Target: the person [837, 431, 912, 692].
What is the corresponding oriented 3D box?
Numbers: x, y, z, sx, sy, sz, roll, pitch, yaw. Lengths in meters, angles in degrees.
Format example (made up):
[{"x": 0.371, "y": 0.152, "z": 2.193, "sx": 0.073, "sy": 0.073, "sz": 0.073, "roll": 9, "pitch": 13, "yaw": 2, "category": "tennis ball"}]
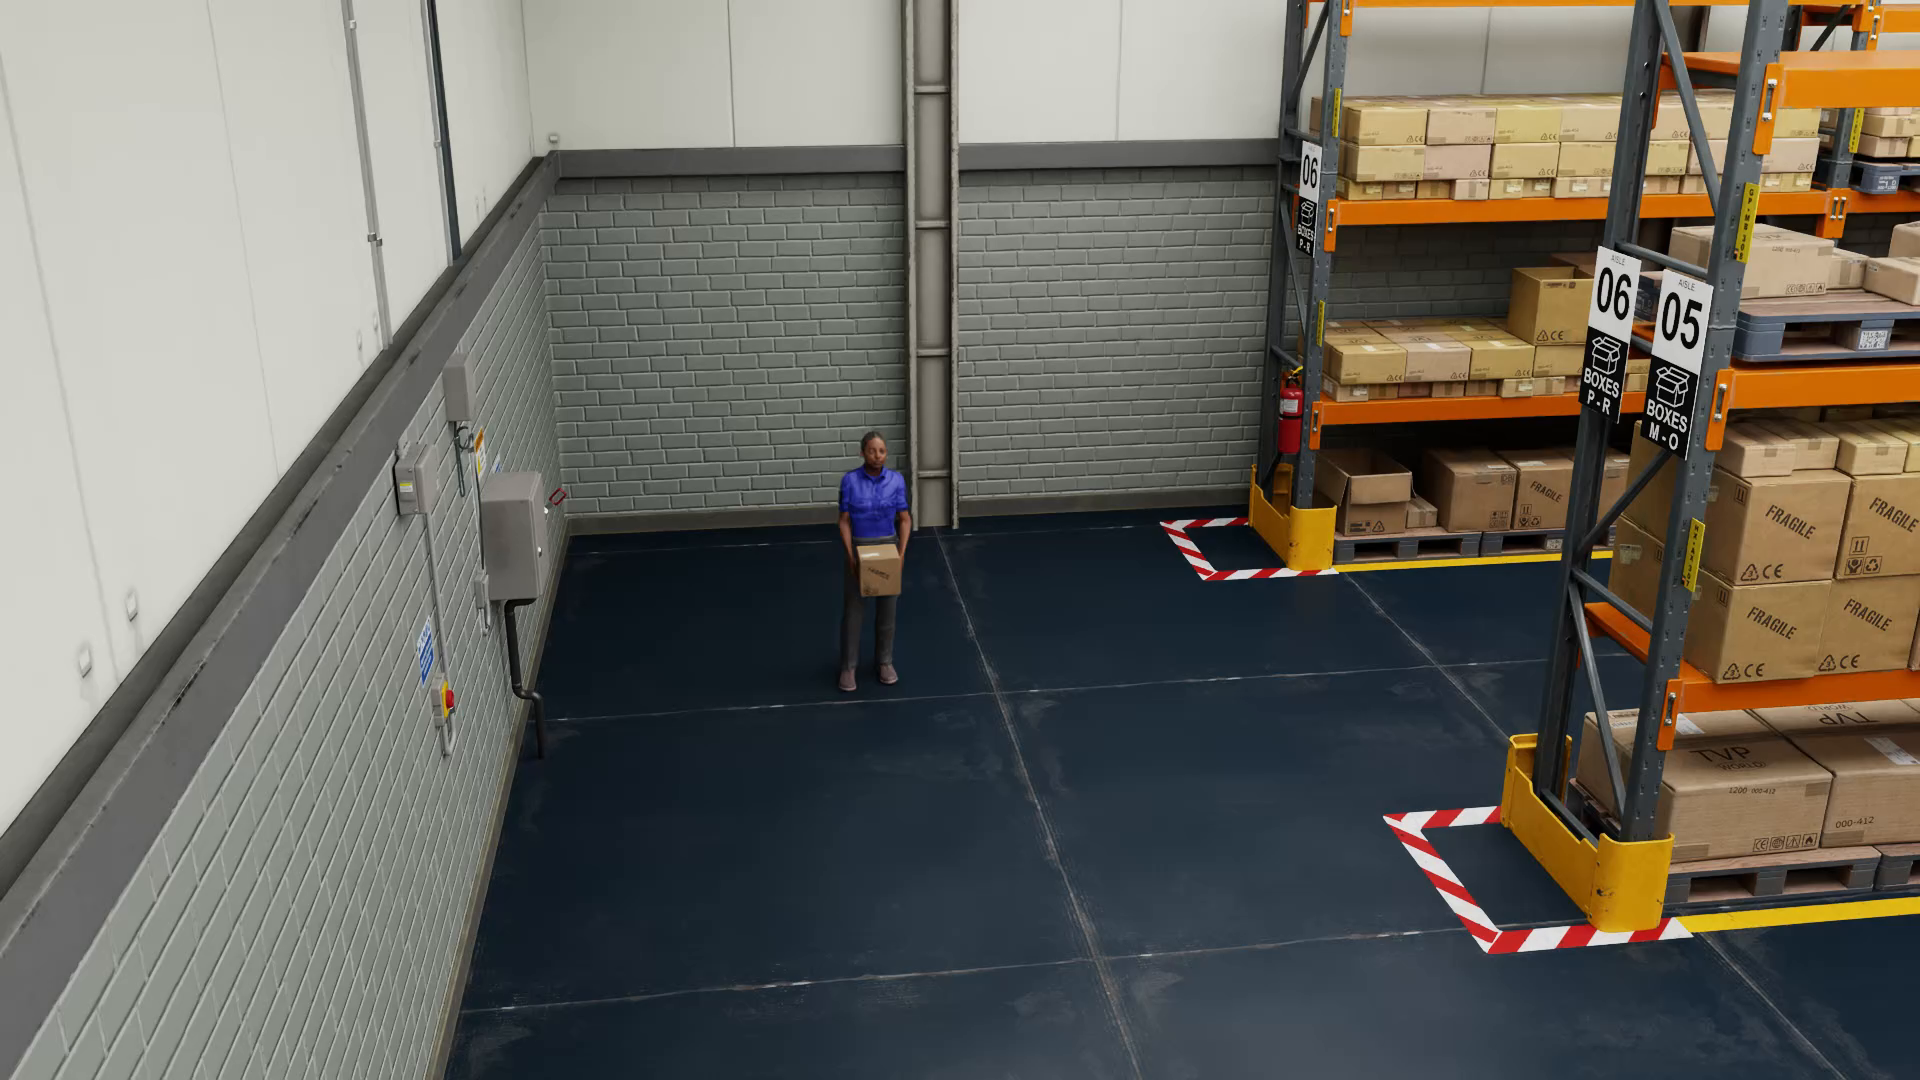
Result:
[{"x": -0.558, "y": 0.134, "z": 10.714, "sx": 0.512, "sy": 1.658, "sz": 0.441, "roll": -3, "pitch": 20, "yaw": -8, "category": "person"}]
